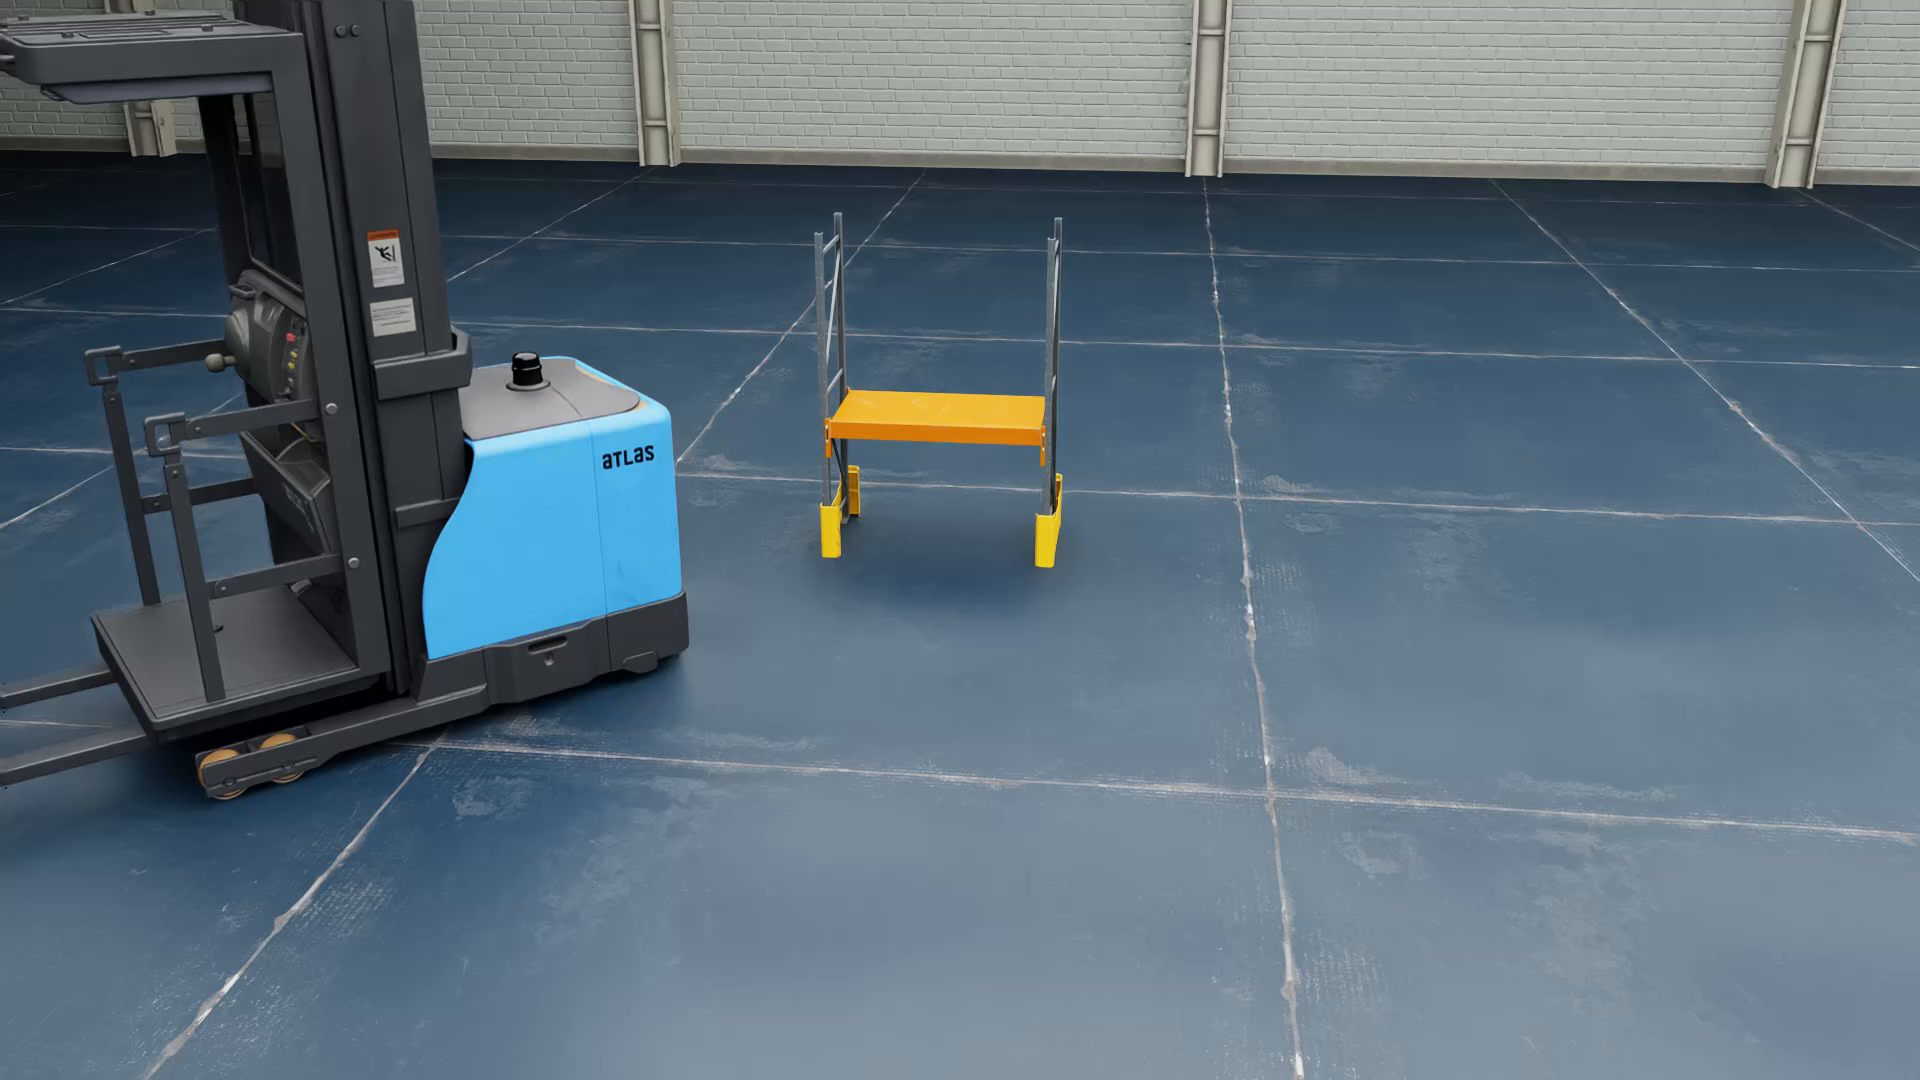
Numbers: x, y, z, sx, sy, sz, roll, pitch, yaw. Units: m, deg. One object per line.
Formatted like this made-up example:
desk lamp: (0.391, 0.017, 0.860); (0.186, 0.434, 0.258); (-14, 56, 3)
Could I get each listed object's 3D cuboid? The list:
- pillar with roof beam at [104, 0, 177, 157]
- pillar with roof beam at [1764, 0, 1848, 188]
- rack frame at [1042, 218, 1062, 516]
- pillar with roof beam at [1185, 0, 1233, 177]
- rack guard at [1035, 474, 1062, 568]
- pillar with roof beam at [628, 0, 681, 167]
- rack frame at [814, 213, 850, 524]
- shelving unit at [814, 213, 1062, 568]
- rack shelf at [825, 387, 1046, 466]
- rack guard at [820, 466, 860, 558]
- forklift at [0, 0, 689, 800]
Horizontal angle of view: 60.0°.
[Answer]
pillar with roof beam: (-9.803, -7.067, 13.576); (0.400, 9.000, 9.100); (2, 22, 6)
pillar with roof beam: (8.072, -6.288, 11.606); (0.400, 9.000, 9.100); (2, 22, 6)
rack frame: (0.420, -0.679, 7.618); (0.032, 1.500, 0.500); (2, 22, 6)
pillar with roof beam: (2.113, -6.548, 12.263); (0.400, 9.000, 9.100); (2, 22, 6)
rack guard: (0.419, -0.098, 7.848); (0.087, 0.250, 0.587); (2, 22, 6)
pillar with roof beam: (-3.845, -6.808, 12.919); (0.400, 9.000, 9.100); (2, 22, 6)
rack frame: (-0.590, -0.723, 7.729); (0.032, 1.500, 0.500); (2, 22, 6)
shelving unit: (-0.076, -0.701, 7.672); (1.083, 1.500, 0.587); (2, 22, 6)
rack shelf: (-0.085, -0.534, 7.740); (1.000, 0.185, 0.538); (2, 22, 6)
rack guard: (-0.570, -0.141, 7.957); (0.087, 0.250, 0.587); (2, 22, 6)
forklift: (-2.580, -0.695, 5.712); (3.031, 2.935, 1.130); (-15, 26, -33)
